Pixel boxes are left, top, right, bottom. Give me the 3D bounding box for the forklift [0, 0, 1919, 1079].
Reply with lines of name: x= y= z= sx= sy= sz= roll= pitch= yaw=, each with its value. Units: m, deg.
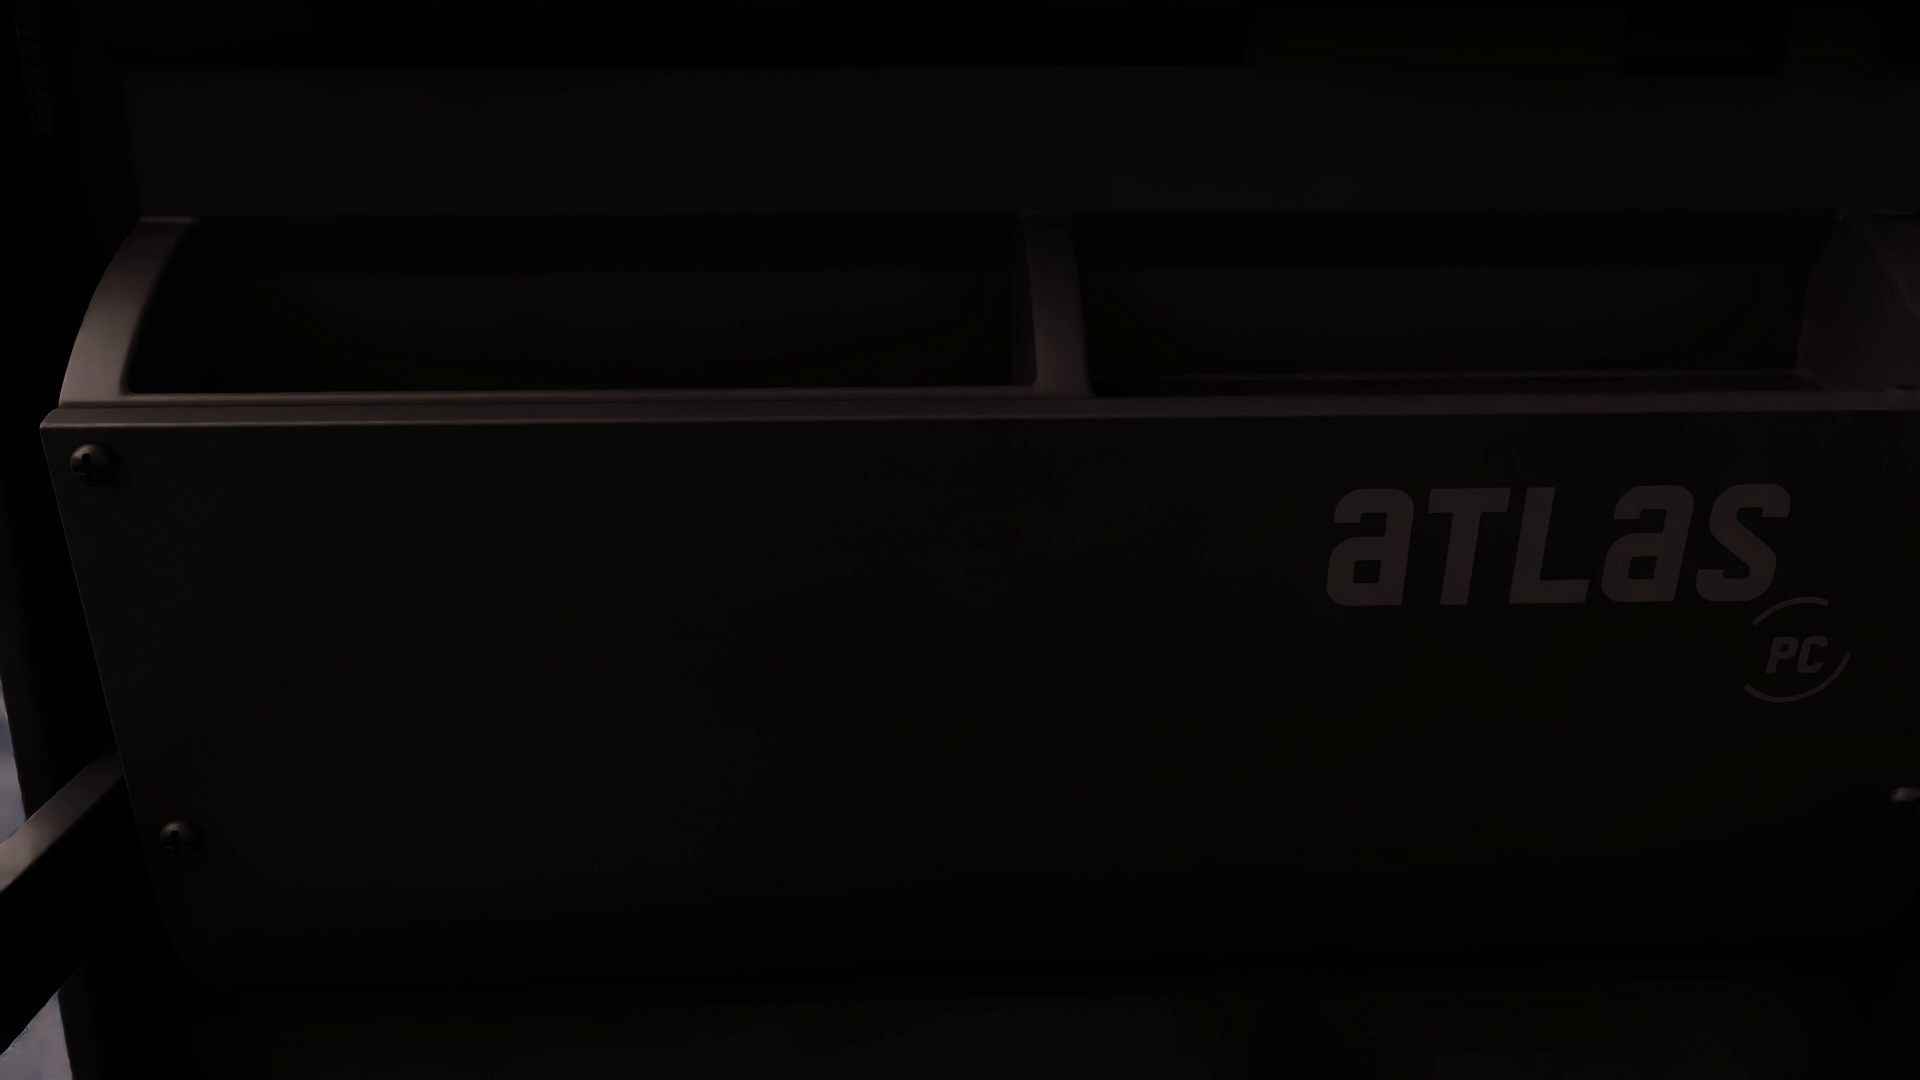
forklift: x=0.064 y=-0.482 z=0.486 sx=1.130 sy=2.935 sz=3.031 roll=-1 pitch=17 yaw=-2
